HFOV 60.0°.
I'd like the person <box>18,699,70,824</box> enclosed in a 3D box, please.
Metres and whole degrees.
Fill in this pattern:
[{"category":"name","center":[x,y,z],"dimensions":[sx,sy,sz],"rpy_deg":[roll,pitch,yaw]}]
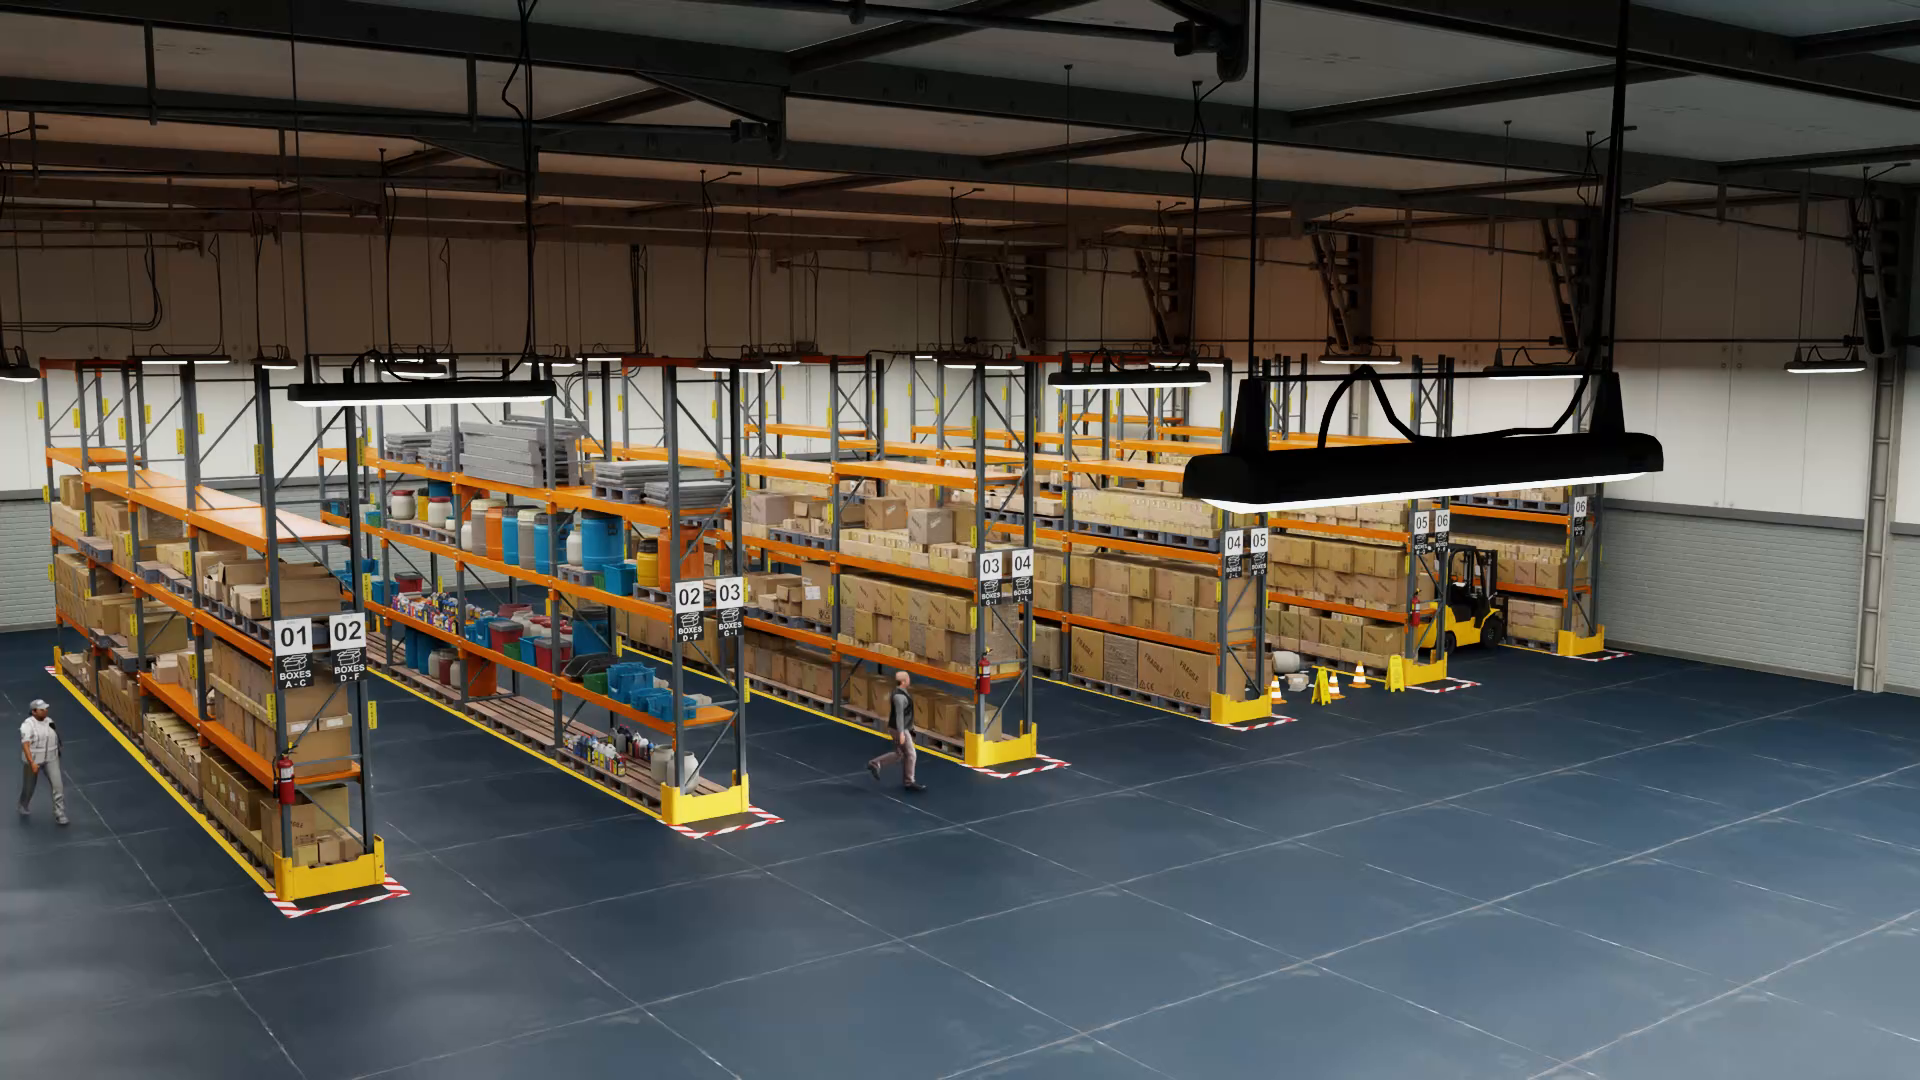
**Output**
[{"category":"person","center":[-12.090,2.889,21.864],"dimensions":[0.981,1.615,0.471],"rpy_deg":[6,9,43]}]

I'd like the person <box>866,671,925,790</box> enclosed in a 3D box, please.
[{"category":"person","center":[-0.893,2.673,23.483],"dimensions":[0.820,1.691,0.540],"rpy_deg":[0,7,3]}]
